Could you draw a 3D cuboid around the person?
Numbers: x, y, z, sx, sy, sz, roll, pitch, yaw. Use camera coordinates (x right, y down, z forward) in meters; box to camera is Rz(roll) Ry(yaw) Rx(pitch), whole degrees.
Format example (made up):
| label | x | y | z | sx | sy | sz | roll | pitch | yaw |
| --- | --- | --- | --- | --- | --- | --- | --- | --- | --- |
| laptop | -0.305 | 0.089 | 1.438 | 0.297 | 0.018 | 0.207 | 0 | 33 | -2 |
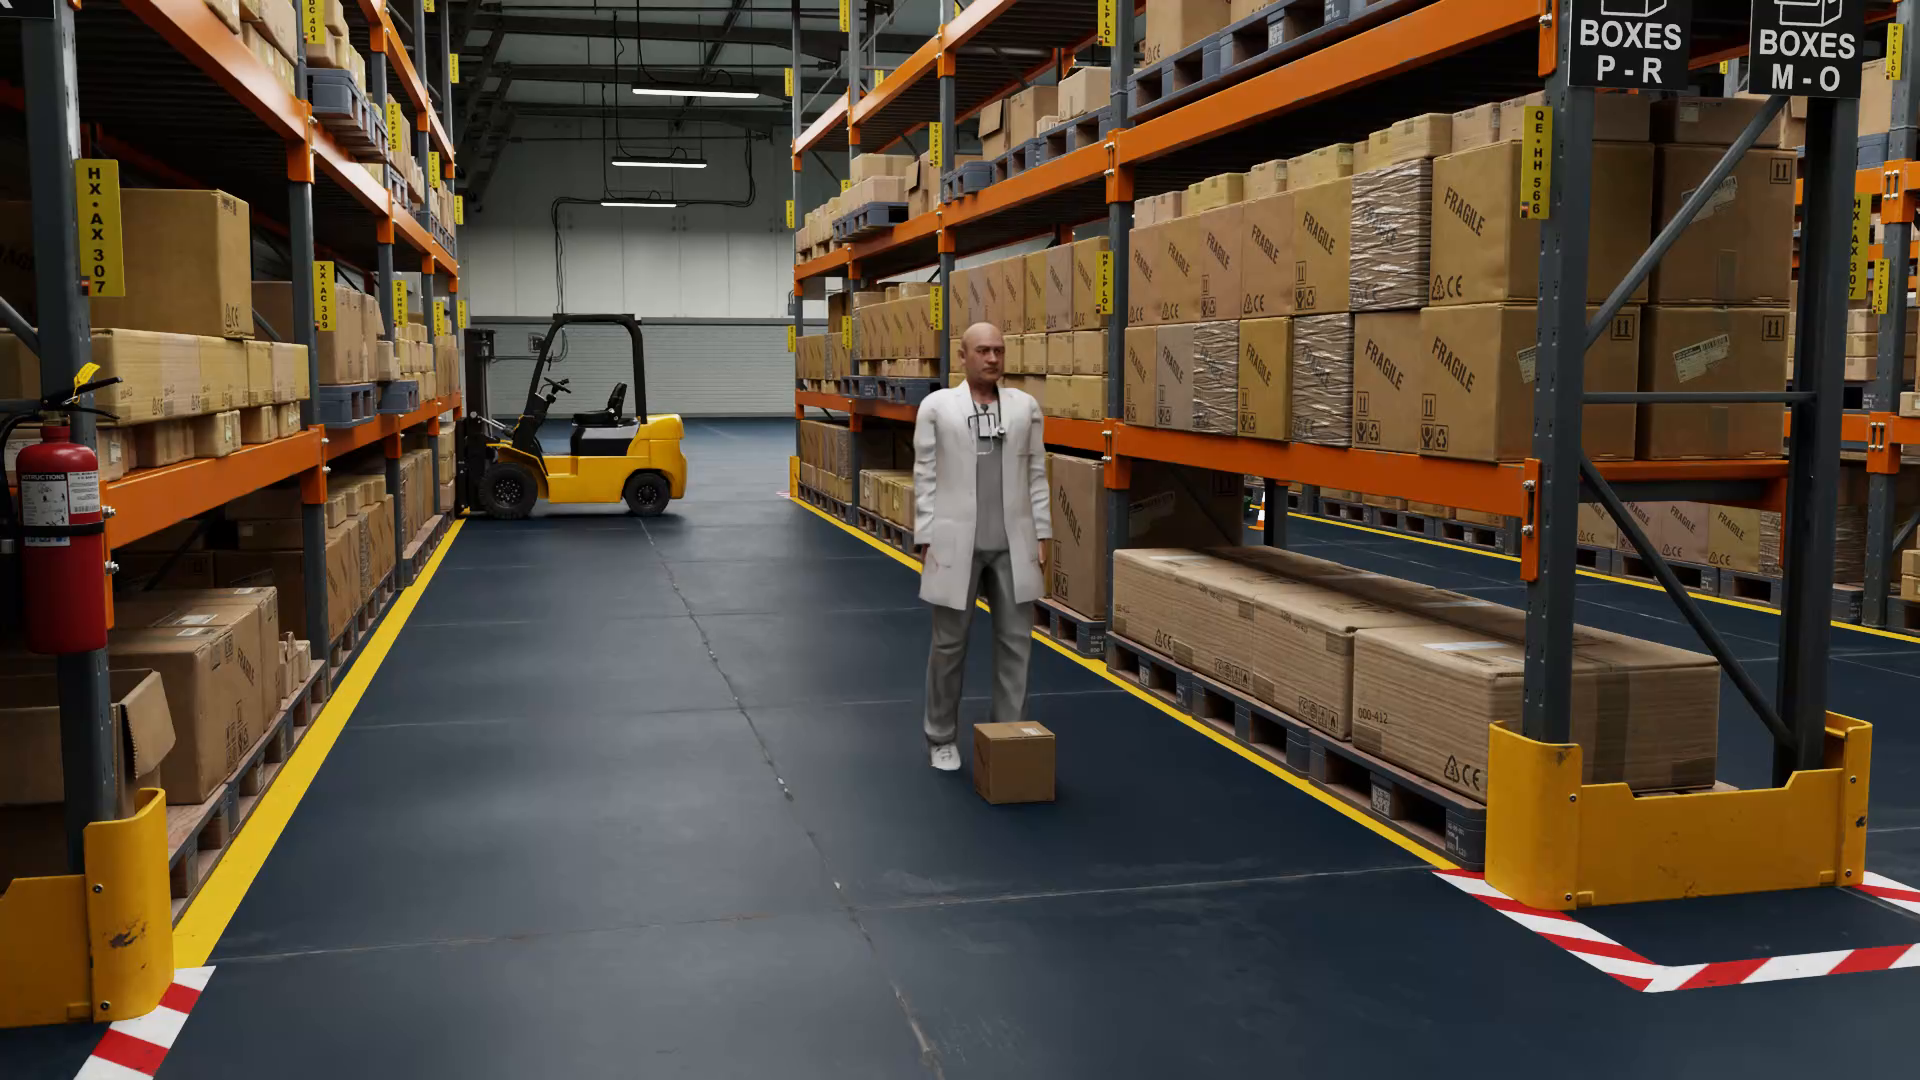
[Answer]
| label | x | y | z | sx | sy | sz | roll | pitch | yaw |
| --- | --- | --- | --- | --- | --- | --- | --- | --- | --- |
| person | 0.121 | 0.175 | 6.671 | 0.615 | 1.483 | 0.542 | -1 | 6 | -13 |
